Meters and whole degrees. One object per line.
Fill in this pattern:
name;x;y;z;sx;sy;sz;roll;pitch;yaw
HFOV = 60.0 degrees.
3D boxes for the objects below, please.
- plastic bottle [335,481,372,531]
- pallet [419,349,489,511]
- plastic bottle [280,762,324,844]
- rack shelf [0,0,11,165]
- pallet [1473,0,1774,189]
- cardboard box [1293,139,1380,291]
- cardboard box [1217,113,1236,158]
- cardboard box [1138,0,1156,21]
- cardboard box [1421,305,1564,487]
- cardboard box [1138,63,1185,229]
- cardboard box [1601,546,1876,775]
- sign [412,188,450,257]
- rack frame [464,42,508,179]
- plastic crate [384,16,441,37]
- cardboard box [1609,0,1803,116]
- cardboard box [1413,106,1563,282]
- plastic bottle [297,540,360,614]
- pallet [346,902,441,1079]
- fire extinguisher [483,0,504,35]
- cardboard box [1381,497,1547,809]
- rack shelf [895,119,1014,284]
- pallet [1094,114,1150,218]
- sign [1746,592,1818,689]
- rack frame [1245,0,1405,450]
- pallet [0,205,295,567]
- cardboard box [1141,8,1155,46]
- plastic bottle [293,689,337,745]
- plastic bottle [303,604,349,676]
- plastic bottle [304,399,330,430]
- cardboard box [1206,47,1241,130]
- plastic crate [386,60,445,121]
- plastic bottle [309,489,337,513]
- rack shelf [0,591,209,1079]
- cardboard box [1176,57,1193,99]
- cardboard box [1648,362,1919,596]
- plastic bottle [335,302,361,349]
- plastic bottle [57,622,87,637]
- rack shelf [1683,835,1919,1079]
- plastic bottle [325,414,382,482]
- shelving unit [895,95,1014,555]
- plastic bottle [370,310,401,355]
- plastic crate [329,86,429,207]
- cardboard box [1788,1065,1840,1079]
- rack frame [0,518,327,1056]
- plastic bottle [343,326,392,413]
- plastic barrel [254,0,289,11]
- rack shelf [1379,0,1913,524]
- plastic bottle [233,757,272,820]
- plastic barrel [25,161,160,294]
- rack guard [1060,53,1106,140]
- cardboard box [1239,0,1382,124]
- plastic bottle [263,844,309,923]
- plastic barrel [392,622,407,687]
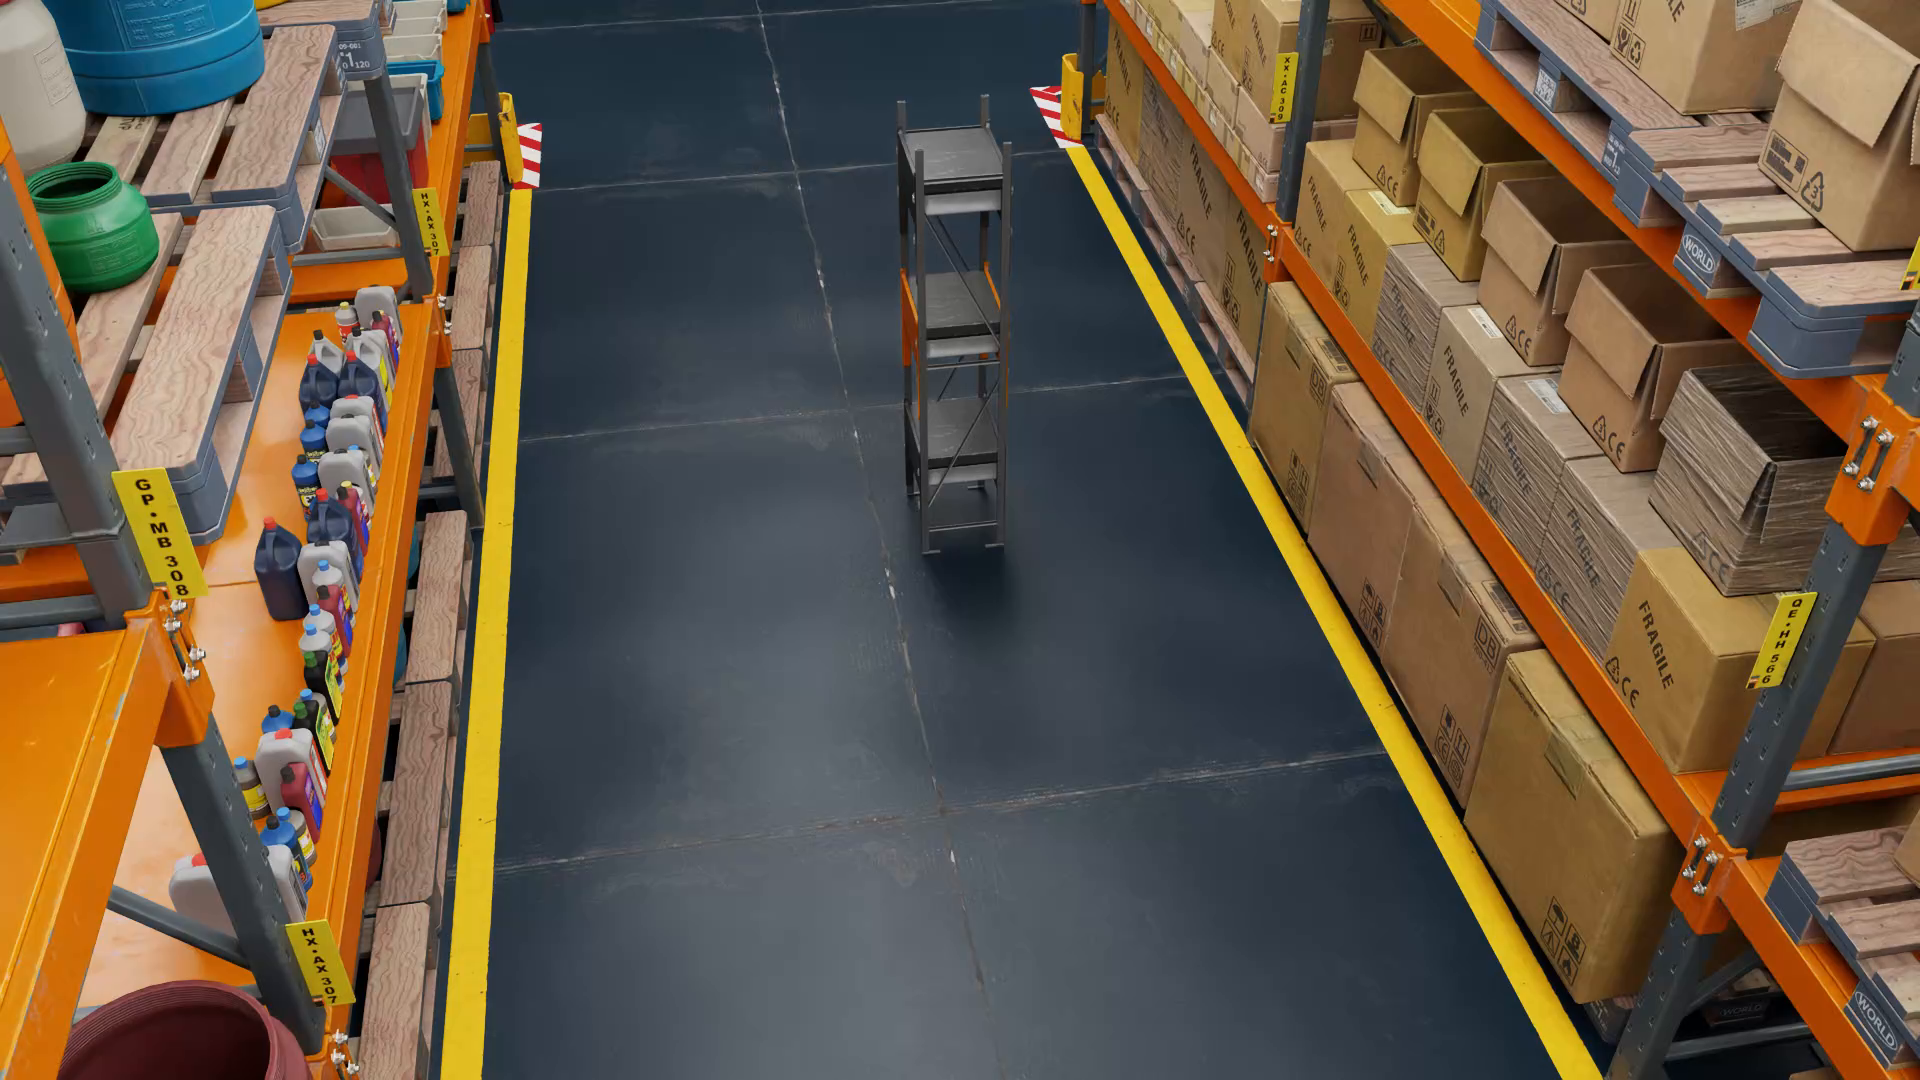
plastic bottle;-2.201;-0.122;6.024;0.097;0.201;0.097;0;38;0
pallet;-3.020;-0.556;8.694;1.003;0.211;1.213;-6;38;-8
plastic bottle;-1.922;0.745;4.841;0.061;0.283;0.133;-6;38;-8
rack shelf;-2.502;-1.937;4.220;1.077;0.370;4.000;-6;38;-8
pallet;2.361;-1.503;5.348;1.003;0.211;1.213;-5;38;-6
cardboard box;1.858;-1.485;7.535;0.500;0.500;0.500;-6;38;-8
cardboard box;1.558;-2.111;8.626;0.380;0.149;0.250;-7;38;-9
cardboard box;1.323;-3.288;9.818;0.500;0.250;0.500;-7;38;-9
cardboard box;2.130;-0.568;6.354;0.500;0.500;0.500;-6;38;-7
cardboard box;1.673;-2.566;10.397;0.875;0.875;0.875;-6;38;-8
cardboard box;2.395;0.355;5.167;0.500;0.500;0.500;-5;38;-7
sign;-2.311;-1.385;7.262;0.100;0.325;0.005;-6;38;-8
rack frame;-3.554;-3.634;10.382;1.000;3.000;0.127;-6;38;-8
plastic crate;-3.196;-2.904;9.608;0.396;0.136;0.243;-6;38;-8
cardboard box;2.309;-1.597;4.892;0.500;0.500;0.500;-4;38;-6
cardboard box;2.253;-1.385;6.589;0.797;0.503;0.637;-6;38;-7
plastic bottle;-2.152;0.114;5.660;0.152;0.276;0.135;-6;38;-8
pallet;-2.330;1.828;5.625;1.003;0.211;1.213;-6;38;-8
fire extinguisher;-3.133;-3.596;10.700;0.296;0.674;0.183;-6;38;-8
cardboard box;2.476;0.381;6.605;1.225;0.875;0.875;-6;38;-8
rack shelf;-0.029;-1.471;7.213;0.431;0.518;0.480;-6;38;-8
pallet;1.540;-2.591;11.313;1.003;0.211;1.213;-6;38;-8
sign;2.179;0.270;4.414;0.100;0.325;0.005;-6;38;-8
rack frame;2.024;-1.750;7.958;1.000;3.000;0.127;-6;38;-8
pallet;-2.189;-0.384;3.908;1.003;0.211;1.213;-6;38;-8
cardboard box;1.288;-3.041;9.824;0.380;0.149;0.250;-7;38;-8
plastic bottle;-2.007;0.548;5.162;0.097;0.201;0.097;0;38;0
plastic bottle;-2.064;0.322;5.396;0.097;0.271;0.097;0;38;0
plastic bottle;-2.432;-0.414;6.342;0.097;0.271;0.097;0;38;0
cardboard box;1.595;-2.359;8.622;0.500;0.250;0.500;-5;38;-7
plastic crate;-2.941;-2.378;8.854;0.416;0.233;0.300;-6;38;-8
plastic bottle;-2.238;-0.063;5.891;0.097;0.271;0.097;0;38;0
rack shelf;-1.801;1.506;1.908;1.077;0.370;4.000;-6;38;-8
cardboard box;1.422;-2.576;9.226;0.380;0.149;0.250;-7;38;-9
cardboard box;2.613;-0.213;5.080;0.797;0.503;0.637;-5;38;-6
plastic bottle;-2.585;-0.911;7.040;0.097;0.201;0.097;0;38;0
plastic bottle;-2.843;0.356;5.342;0.061;0.283;0.133;-6;38;-8
rack shelf;3.076;2.158;3.514;1.077;0.370;4.000;-6;38;-8
plastic bottle;-2.289;-0.359;6.268;0.152;0.276;0.135;-6;38;-8
shelving unit;-0.029;-0.929;7.634;0.431;2.100;0.503;-6;38;-8
plastic bottle;-2.418;-0.869;6.985;0.097;0.201;0.097;0;38;0
plastic crate;-2.762;-1.833;7.963;0.402;0.464;0.583;-6;38;-8
cardboard box;2.862;1.882;4.962;0.700;0.500;0.500;-8;39;-10
rack frame;-2.151;1.198;4.162;1.000;3.000;0.127;-6;38;-8
plastic bottle;-2.369;-0.678;6.618;0.144;0.351;0.185;-6;38;-8
plastic barrel;-2.493;-2.113;5.484;0.600;0.588;0.600;0;38;0
rack shelf;2.374;-1.443;5.703;1.077;0.370;4.000;-6;38;-8
plastic bottle;-2.109;0.726;4.932;0.097;0.201;0.097;0;38;0
plastic barrel;-2.111;-0.755;4.017;0.294;0.245;0.294;0;38;0
rack guard;1.318;-3.194;11.853;1.175;0.500;0.348;-6;38;-8
cardboard box;1.680;-2.354;8.003;0.500;0.500;0.500;-5;38;-7
plastic bottle;-1.909;0.951;4.582;0.152;0.276;0.135;-6;38;-8
plastic barrel;-2.650;0.203;6.811;0.600;0.901;0.708;-6;38;-8
